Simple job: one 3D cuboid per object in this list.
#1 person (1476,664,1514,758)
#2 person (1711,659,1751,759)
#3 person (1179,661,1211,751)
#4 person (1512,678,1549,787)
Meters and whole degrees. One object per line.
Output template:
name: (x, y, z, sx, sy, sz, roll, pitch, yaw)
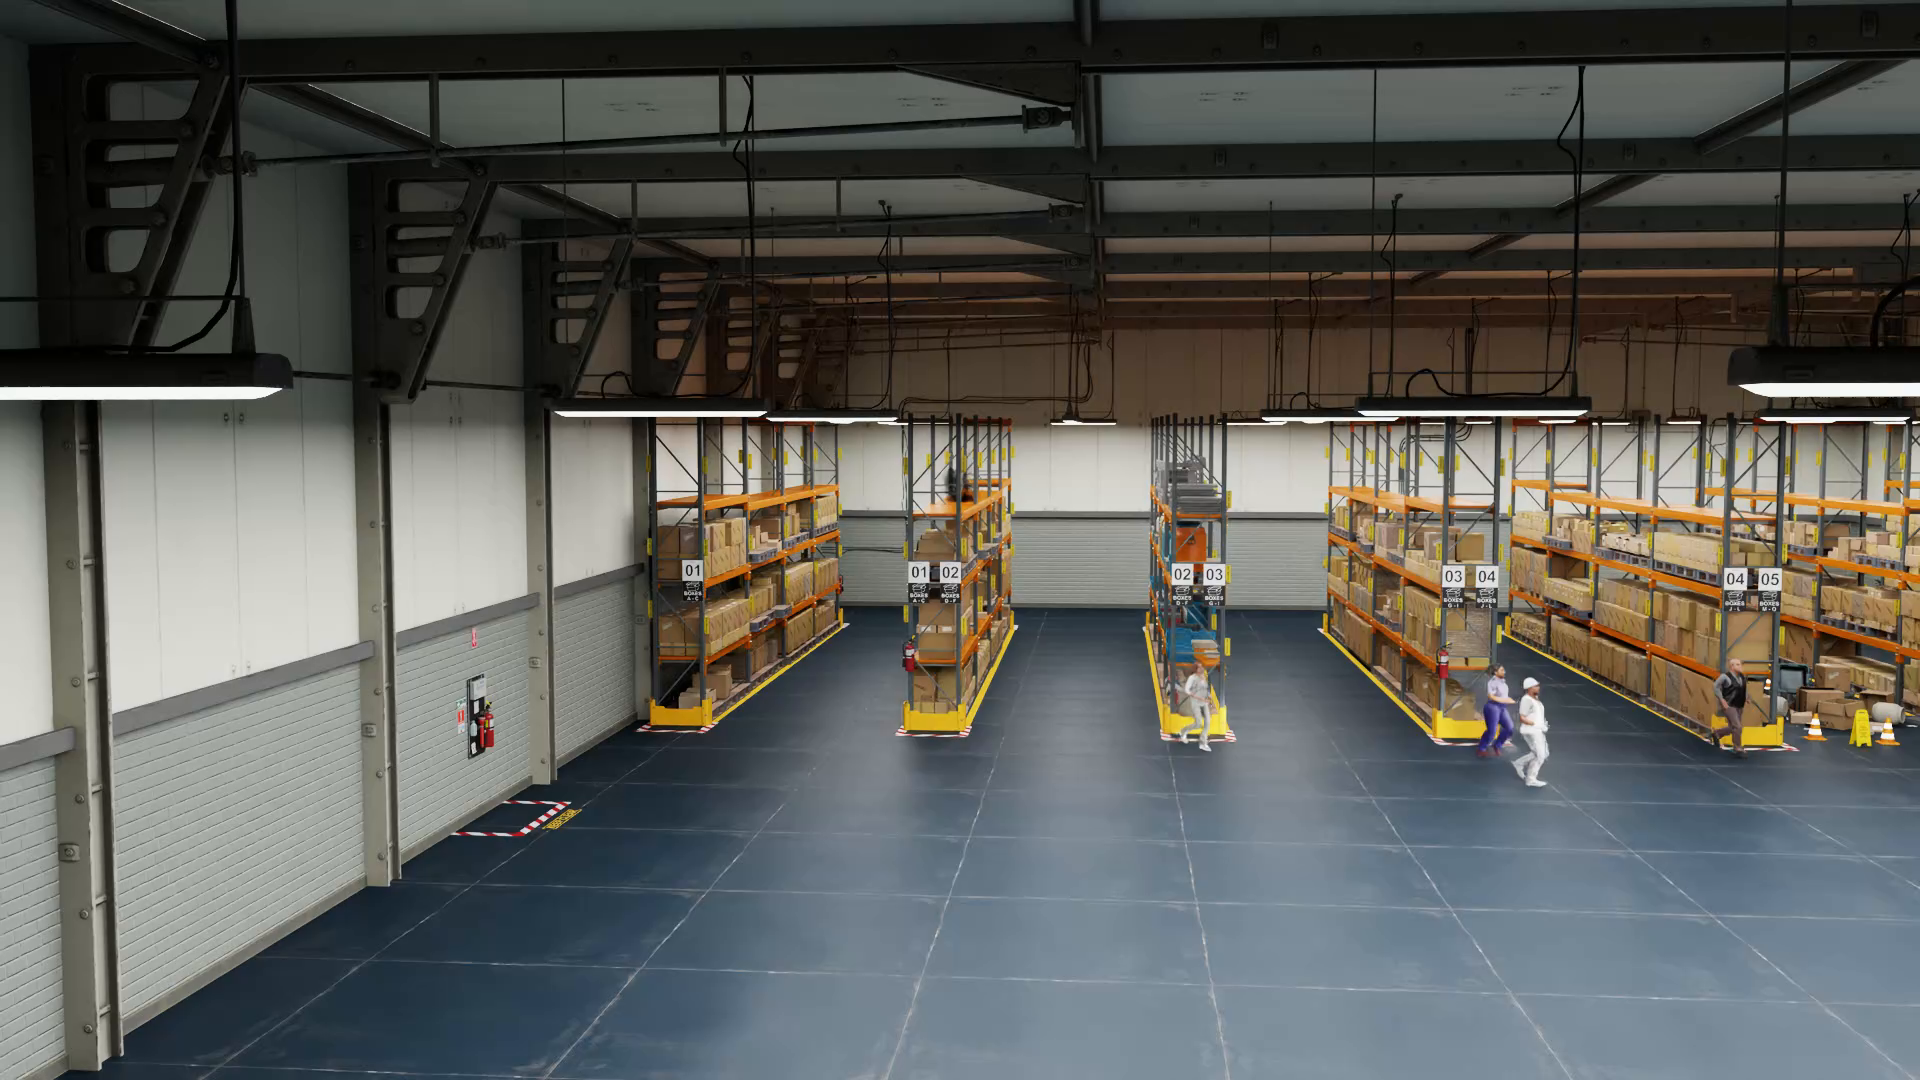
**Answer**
person: (9.332, 2.985, 28.843, 0.632, 1.679, 0.685, -4, 5, -45)
person: (13.481, 2.923, 29.120, 0.648, 1.713, 0.867, -2, 4, -25)
person: (4.210, 2.958, 29.630, 0.555, 1.574, 0.682, -4, 5, -42)
person: (9.136, 3.065, 26.585, 0.621, 1.733, 0.679, 2, 5, 32)
